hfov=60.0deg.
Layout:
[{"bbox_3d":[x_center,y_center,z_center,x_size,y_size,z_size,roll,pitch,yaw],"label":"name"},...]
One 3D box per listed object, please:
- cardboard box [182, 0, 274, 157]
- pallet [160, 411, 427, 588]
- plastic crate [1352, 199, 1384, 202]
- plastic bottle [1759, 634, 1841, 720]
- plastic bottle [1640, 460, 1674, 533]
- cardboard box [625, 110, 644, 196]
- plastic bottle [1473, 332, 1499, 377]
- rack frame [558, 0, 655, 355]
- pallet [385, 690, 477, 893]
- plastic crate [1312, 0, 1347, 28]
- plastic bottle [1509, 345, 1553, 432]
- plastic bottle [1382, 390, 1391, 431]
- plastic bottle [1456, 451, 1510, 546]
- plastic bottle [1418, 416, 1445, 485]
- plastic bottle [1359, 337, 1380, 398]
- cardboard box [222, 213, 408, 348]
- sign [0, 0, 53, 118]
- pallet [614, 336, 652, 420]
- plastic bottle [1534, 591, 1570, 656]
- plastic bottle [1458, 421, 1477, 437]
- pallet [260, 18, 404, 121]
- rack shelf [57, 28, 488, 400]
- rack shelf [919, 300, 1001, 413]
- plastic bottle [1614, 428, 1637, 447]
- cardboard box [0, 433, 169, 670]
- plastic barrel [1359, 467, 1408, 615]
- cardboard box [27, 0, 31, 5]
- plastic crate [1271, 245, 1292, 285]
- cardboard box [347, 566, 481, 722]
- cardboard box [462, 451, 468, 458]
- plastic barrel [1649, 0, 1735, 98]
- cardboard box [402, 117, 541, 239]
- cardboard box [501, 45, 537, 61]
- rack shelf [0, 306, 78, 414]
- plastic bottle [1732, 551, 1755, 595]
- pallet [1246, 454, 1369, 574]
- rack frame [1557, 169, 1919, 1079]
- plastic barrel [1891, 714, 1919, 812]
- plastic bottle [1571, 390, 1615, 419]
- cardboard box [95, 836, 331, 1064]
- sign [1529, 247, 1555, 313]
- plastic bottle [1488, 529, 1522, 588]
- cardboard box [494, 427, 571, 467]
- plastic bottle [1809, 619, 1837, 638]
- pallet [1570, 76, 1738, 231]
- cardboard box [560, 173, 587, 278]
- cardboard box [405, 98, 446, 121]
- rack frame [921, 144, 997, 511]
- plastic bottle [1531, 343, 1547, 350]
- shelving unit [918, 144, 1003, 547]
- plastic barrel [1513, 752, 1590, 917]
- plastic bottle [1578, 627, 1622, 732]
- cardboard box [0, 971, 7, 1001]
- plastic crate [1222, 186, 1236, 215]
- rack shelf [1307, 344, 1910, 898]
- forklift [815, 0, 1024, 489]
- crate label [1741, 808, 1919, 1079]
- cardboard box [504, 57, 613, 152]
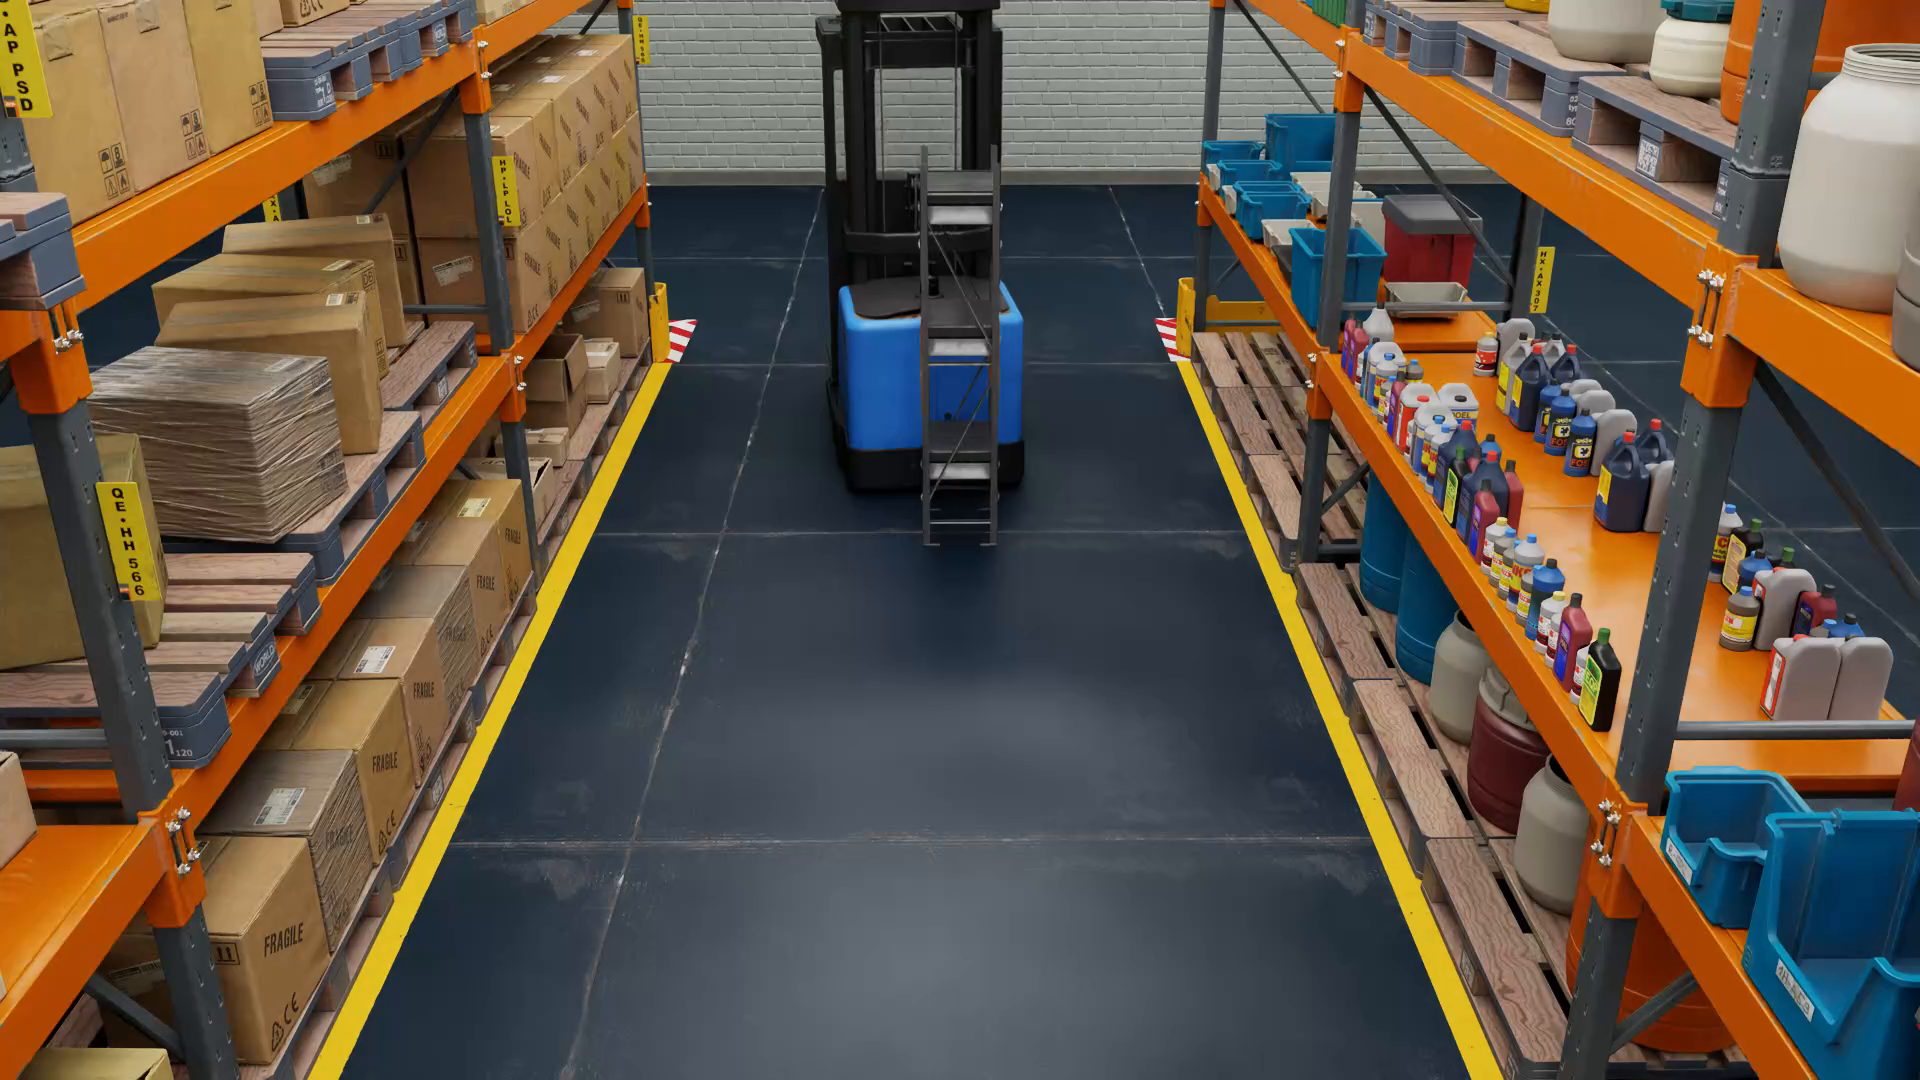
[{"bbox_3d":[-2.698,-1.479,5.118,0.910,0.500,0.500,0,24,-1],"label":"cardboard box"},{"bbox_3d":[-2.675,-0.176,6.232,1.003,0.211,1.213,0,24,-1],"label":"pallet"},{"bbox_3d":[2.496,-1.885,9.909,0.416,0.233,0.300,0,24,-1],"label":"plastic crate"},{"bbox_3d":[2.471,0.394,4.888,0.152,0.276,0.135,0,24,-1],"label":"plastic bottle"},{"bbox_3d":[2.608,-0.178,6.153,0.152,0.276,0.135,0,24,-1],"label":"plastic bottle"},{"bbox_3d":[-2.459,-2.621,11.284,0.500,0.500,0.500,0,24,1],"label":"cardboard box"},{"bbox_3d":[2.464,-0.872,7.778,0.097,0.201,0.097,0,24,0],"label":"plastic bottle"},{"bbox_3d":[-2.736,-2.759,11.710,1.000,3.000,0.127,0,24,-1],"label":"rack frame"},{"bbox_3d":[-2.630,0.999,6.785,1.003,0.211,1.213,0,24,-1],"label":"pallet"},{"bbox_3d":[1.954,-2.575,7.920,0.450,0.188,0.662,0,24,-1],"label":"plastic crate"},{"bbox_3d":[2.456,-0.655,7.117,0.144,0.351,0.185,0,24,-1],"label":"plastic bottle"},{"bbox_3d":[1.865,-0.569,7.110,0.097,0.201,0.097,0,24,0],"label":"plastic bottle"},{"bbox_3d":[1.901,-0.162,6.028,0.144,0.351,0.185,0,24,-1],"label":"plastic bottle"},{"bbox_3d":[1.871,-0.355,6.551,0.097,0.271,0.097,0,24,0],"label":"plastic bottle"},{"bbox_3d":[1.860,-0.777,7.484,0.097,0.271,0.097,0,24,0],"label":"plastic bottle"},{"bbox_3d":[-2.911,-1.151,7.524,0.700,0.500,0.500,-9,26,-18],"label":"cardboard box"},{"bbox_3d":[-2.094,-1.100,3.678,0.100,0.325,0.005,0,24,-1],"label":"sign"},{"bbox_3d":[-2.726,-1.128,11.489,1.003,0.211,1.213,0,24,-1],"label":"pallet"},{"bbox_3d":[1.887,0.260,5.276,0.097,0.201,0.097,0,24,0],"label":"plastic bottle"},{"bbox_3d":[2.022,-0.379,6.690,0.097,0.201,0.097,0,24,0],"label":"plastic bottle"},{"bbox_3d":[-2.741,-1.695,5.946,1.213,0.211,1.003,0,24,-1],"label":"pallet"},{"bbox_3d":[-2.671,-1.325,5.773,1.077,0.370,4.000,0,24,-1],"label":"rack shelf"},{"bbox_3d":[-0.002,-1.012,8.974,0.431,0.518,0.480,0,24,-1],"label":"rack shelf"},{"bbox_3d":[2.571,-0.299,6.428,0.097,0.271,0.097,0,24,0],"label":"plastic bottle"},{"bbox_3d":[-2.768,0.042,4.886,0.700,0.500,0.500,-9,26,-18],"label":"cardboard box"},{"bbox_3d":[2.250,-0.142,7.961,0.600,0.901,0.708,0,24,-1],"label":"plastic barrel"},{"bbox_3d":[-2.647,-1.510,3.974,0.500,0.500,0.500,0,24,-1],"label":"cardboard box"},{"bbox_3d":[1.980,-1.493,9.173,0.437,0.125,0.590,0,24,-1],"label":"plastic crate"},{"bbox_3d":[-2.398,0.440,7.136,0.500,0.500,0.500,0,24,0],"label":"cardboard box"},{"bbox_3d":[-2.982,-0.406,9.006,0.500,0.500,0.500,0,24,-1],"label":"cardboard box"},{"bbox_3d":[2.146,-1.419,4.766,0.301,0.262,0.301,0,24,0],"label":"plastic barrel"},{"bbox_3d":[-2.416,-1.807,8.271,0.500,0.500,0.500,0,24,1],"label":"cardboard box"},{"bbox_3d":[-2.982,-2.860,10.600,0.500,0.500,0.500,0,24,0],"label":"cardboard box"},{"bbox_3d":[-2.627,0.323,2.129,1.077,0.370,4.000,0,24,-1],"label":"rack shelf"},{"bbox_3d":[2.642,0.134,5.554,0.097,0.201,0.097,0,24,0],"label":"plastic bottle"},{"bbox_3d":[2.214,-0.164,9.355,1.003,0.211,1.213,0,24,-1],"label":"pallet"},{"bbox_3d":[2.304,0.517,4.467,1.000,3.000,0.127,0,24,-1],"label":"rack frame"},{"bbox_3d":[2.612,0.645,4.019,0.600,0.536,0.708,0,24,-1],"label":"plastic barrel"},{"bbox_3d":[2.599,-0.500,6.866,0.152,0.276,0.135,0,24,-1],"label":"plastic bottle"},{"bbox_3d":[-2.368,1.287,5.263,0.500,0.500,0.500,1,24,2],"label":"cardboard box"},{"bbox_3d":[2.811,-1.259,8.058,0.100,0.325,0.005,0,24,-1],"label":"sign"},{"bbox_3d":[1.881,0.059,5.720,0.097,0.201,0.097,0,24,0],"label":"plastic bottle"},{"bbox_3d":[-2.500,-0.550,9.731,0.380,0.166,0.250,0,24,-1],"label":"cardboard box"},{"bbox_3d":[2.648,0.340,5.100,0.097,0.201,0.097,0,24,0],"label":"plastic bottle"},{"bbox_3d":[2.394,-1.079,4.585,1.003,0.211,1.213,0,24,-1],"label":"pallet"},{"bbox_3d":[-2.438,-1.784,9.434,0.500,0.500,0.500,0,24,-1],"label":"cardboard box"},{"bbox_3d":[-2.965,-2.030,8.764,0.500,0.500,0.500,-1,24,-2],"label":"cardboard box"},{"bbox_3d":[-0.004,-1.125,9.190,0.400,2.100,0.015,0,24,-1],"label":"rack frame"},{"bbox_3d":[2.592,-0.763,7.448,0.152,0.276,0.135,0,24,-1],"label":"plastic bottle"},{"bbox_3d":[-0.002,-1.025,8.968,0.431,2.100,0.503,0,24,-1],"label":"shelving unit"},{"bbox_3d":[2.186,1.025,5.852,0.421,0.512,0.421,0,24,0],"label":"plastic barrel"},{"bbox_3d":[1.873,0.405,4.855,0.061,0.283,0.133,0,24,-1],"label":"plastic bottle"},{"bbox_3d":[-2.363,1.022,3.656,0.380,0.149,0.250,0,24,-1],"label":"cardboard box"},{"bbox_3d":[1.819,-2.171,10.658,0.250,0.136,0.298,0,24,-1],"label":"plastic crate"},{"bbox_3d":[2.282,0.021,6.437,1.077,0.370,4.000,0,24,-1],"label":"rack shelf"},{"bbox_3d":[-0.319,-2.211,10.581,1.130,2.935,3.031,-3,25,-7],"label":"forklift"},{"bbox_3d":[2.045,0.912,3.552,0.502,0.435,0.616,0,24,-1],"label":"crate label"},{"bbox_3d":[-2.440,-2.656,10.148,0.500,0.500,0.500,0,24,1],"label":"cardboard box"}]
